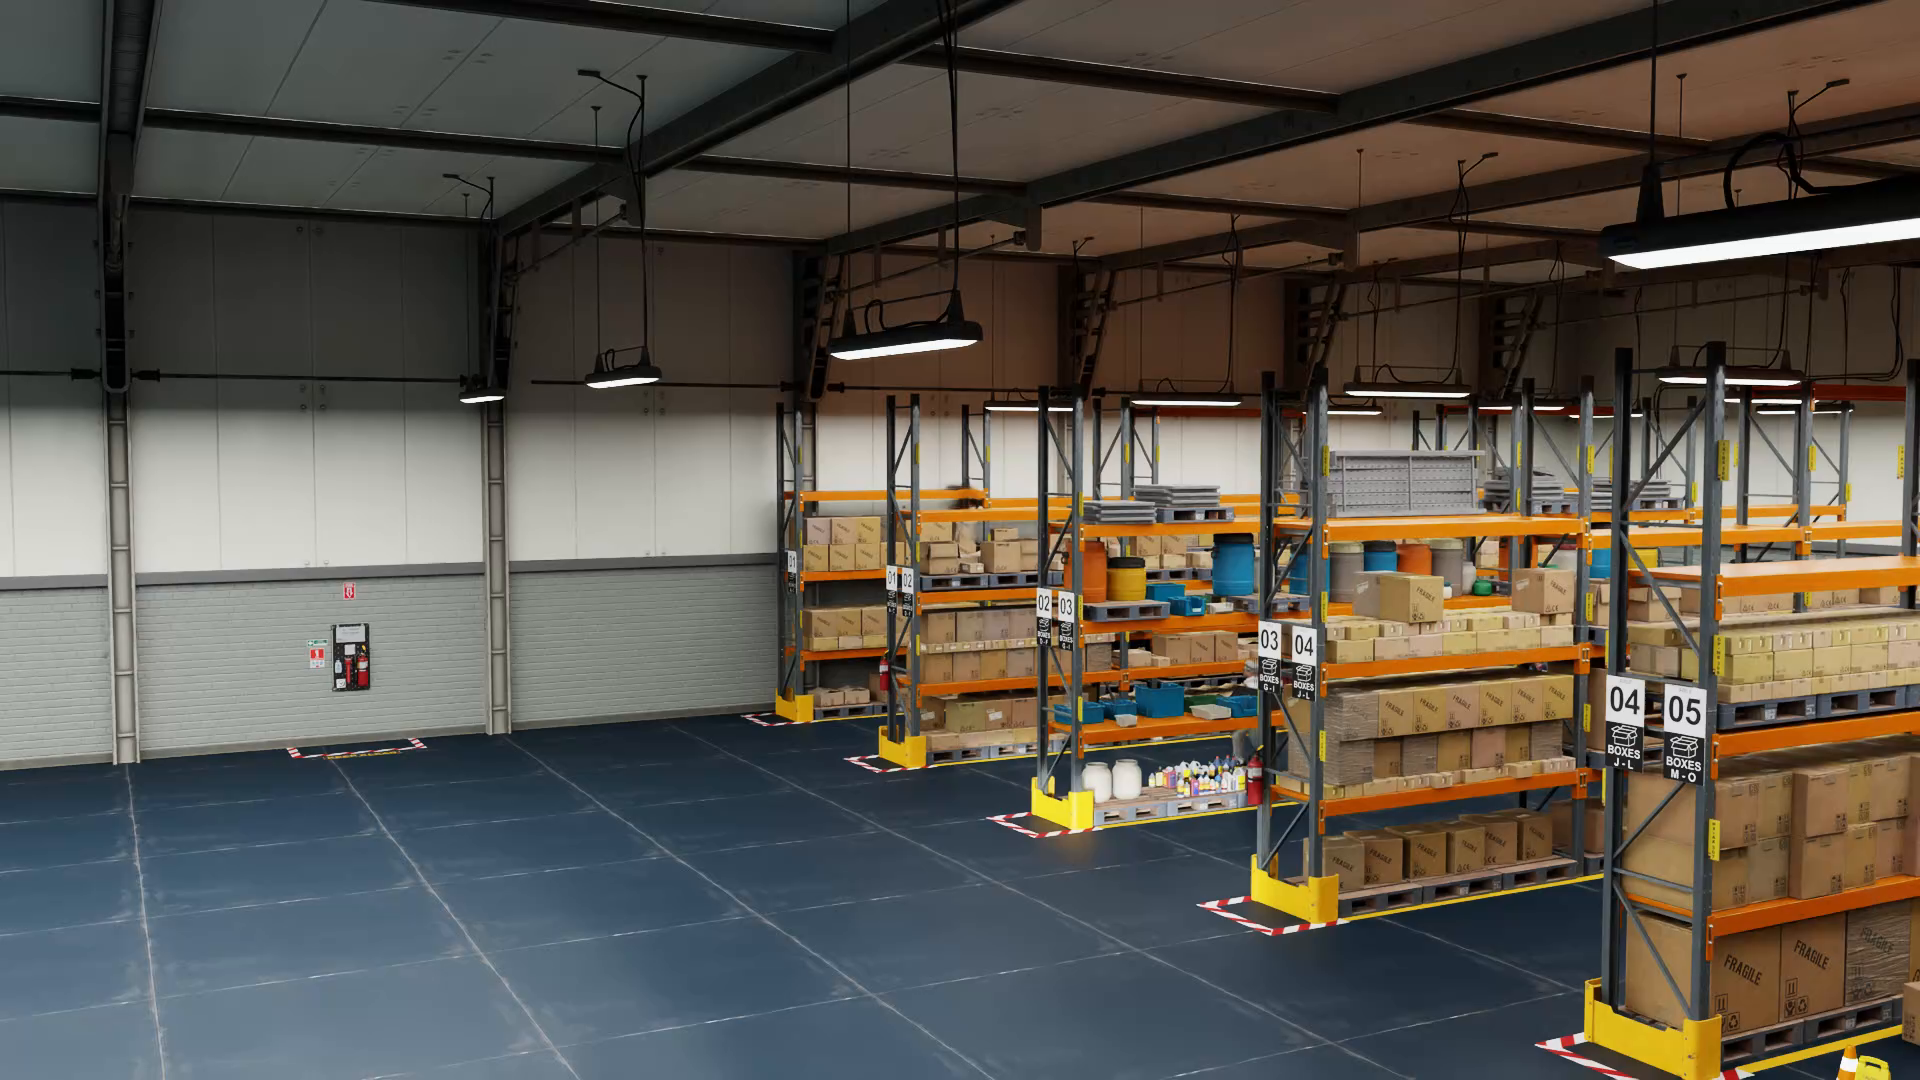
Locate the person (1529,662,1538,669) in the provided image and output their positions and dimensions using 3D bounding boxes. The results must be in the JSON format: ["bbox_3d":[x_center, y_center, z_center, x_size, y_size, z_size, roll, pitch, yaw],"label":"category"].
[{"bbox_3d":[10.648,2.531,31.613,1.060,1.671,0.655,-2,4,-28],"label":"person"}]

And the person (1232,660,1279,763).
[{"bbox_3d":[4.631,2.808,26.187,0.830,1.833,0.543,-1,3,-22],"label":"person"}]
